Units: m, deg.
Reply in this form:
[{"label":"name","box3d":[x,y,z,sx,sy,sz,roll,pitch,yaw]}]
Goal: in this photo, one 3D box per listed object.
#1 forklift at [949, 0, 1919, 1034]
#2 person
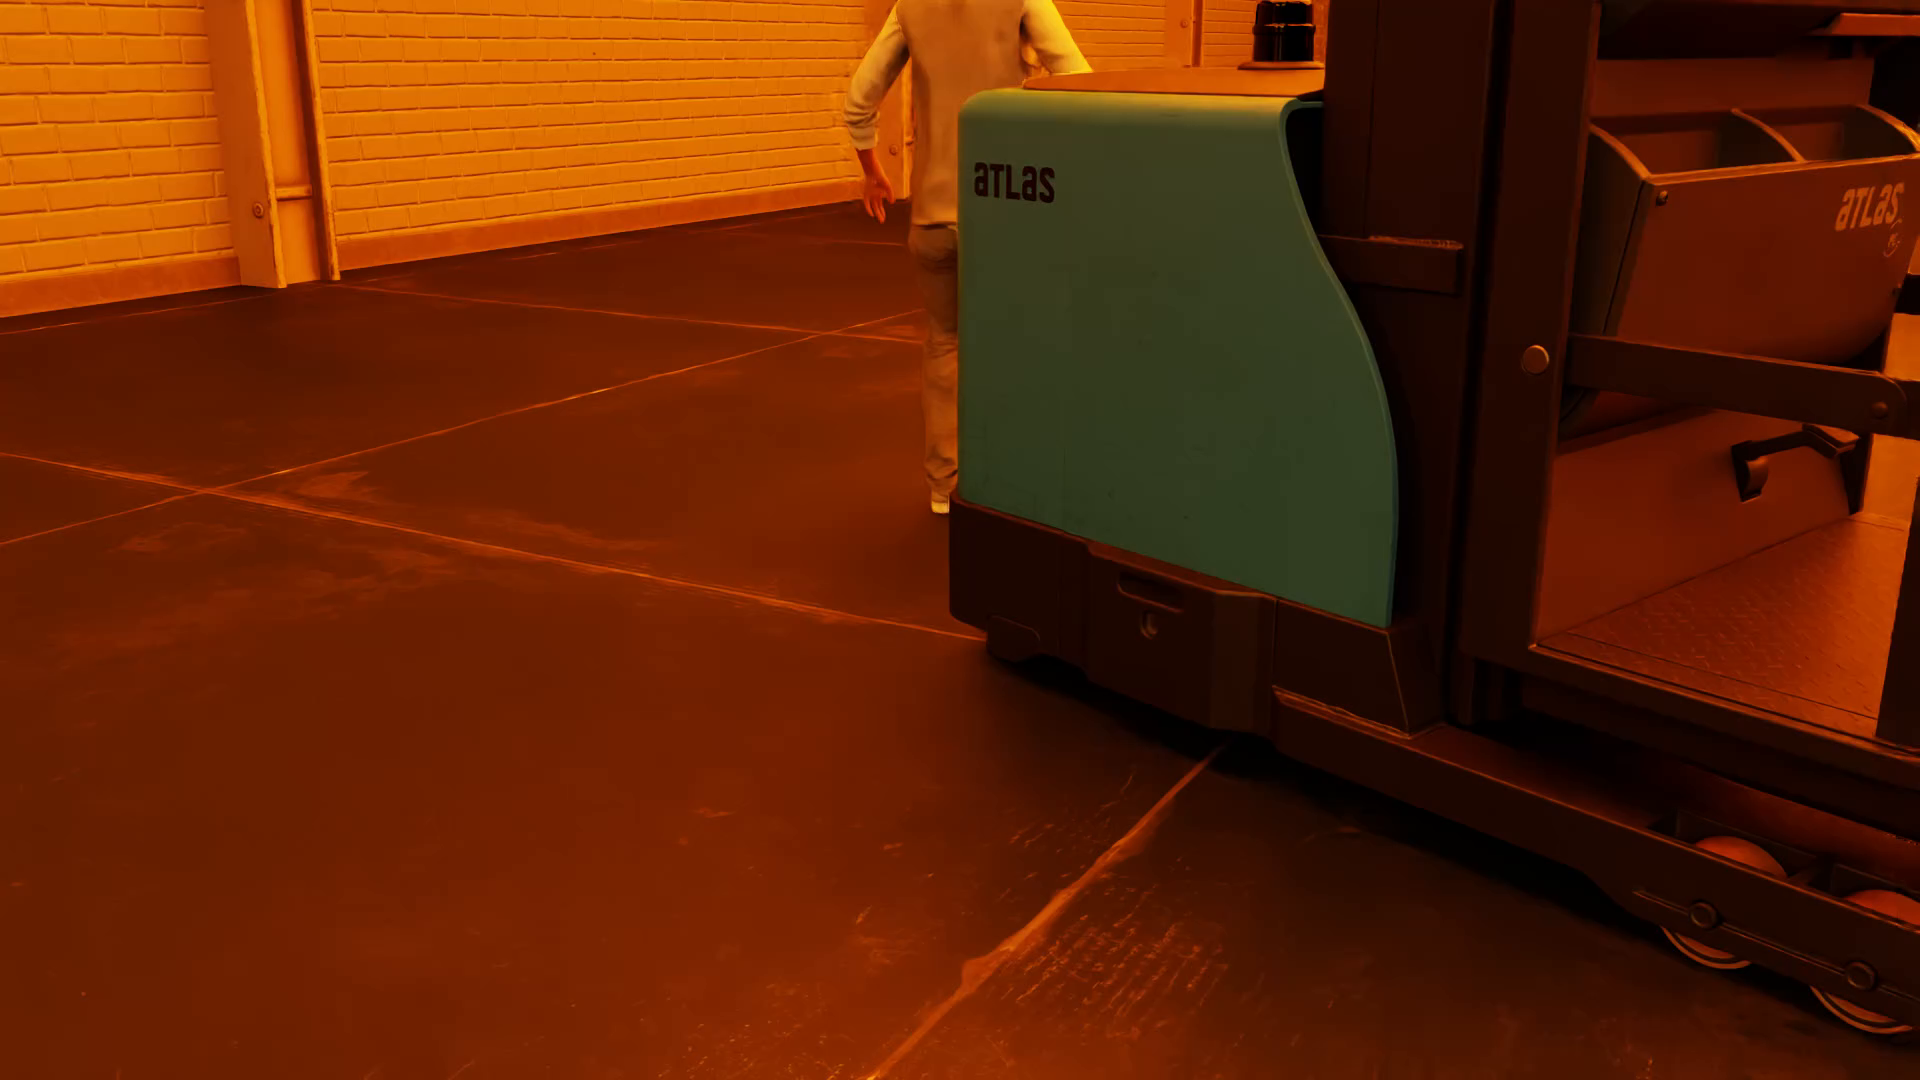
[{"label":"forklift","box3d":[1.317,-0.970,2.147,1.130,2.935,3.031,-14,21,-39]},{"label":"person","box3d":[0.093,-0.808,4.099,0.751,1.543,0.516,5,17,18]}]
